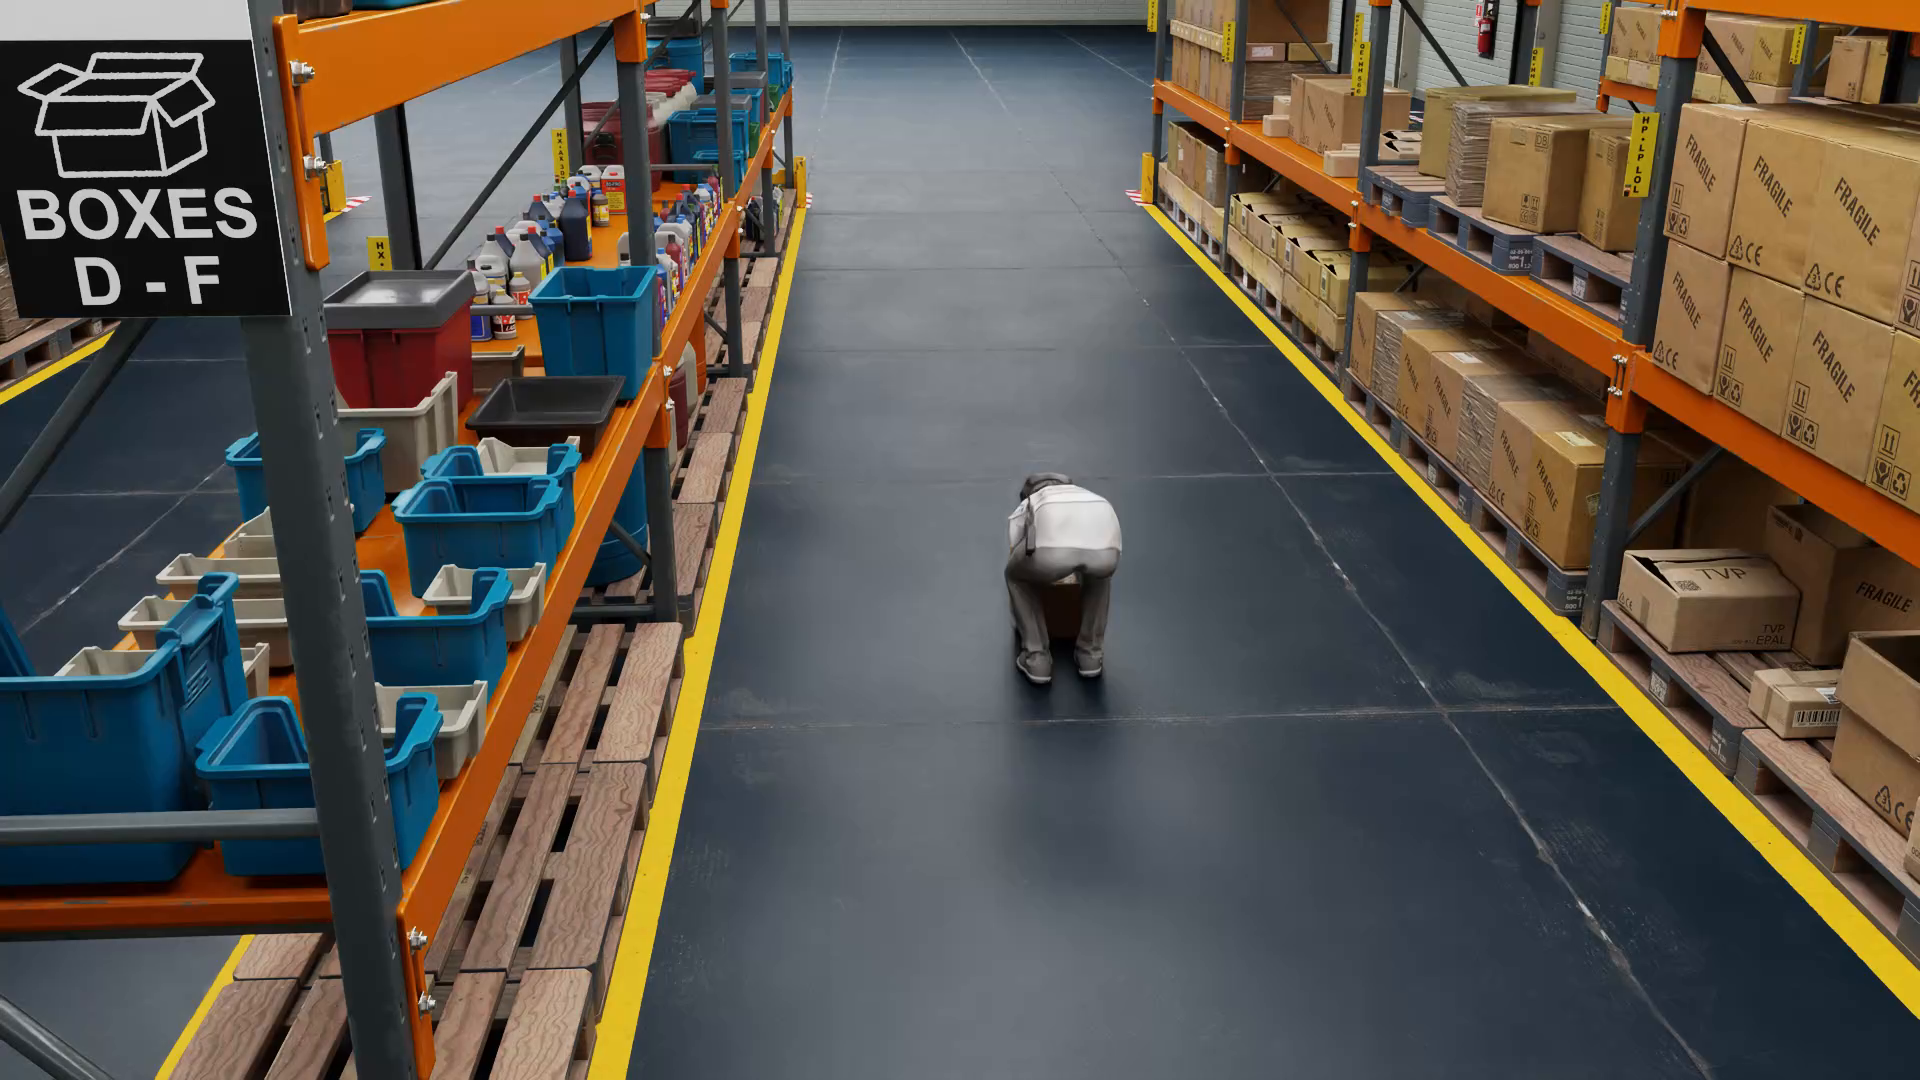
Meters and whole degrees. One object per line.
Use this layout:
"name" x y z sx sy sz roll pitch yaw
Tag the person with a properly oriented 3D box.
"person" 0.415 0.135 6.970 0.461 0.822 0.897 -2 21 -5
